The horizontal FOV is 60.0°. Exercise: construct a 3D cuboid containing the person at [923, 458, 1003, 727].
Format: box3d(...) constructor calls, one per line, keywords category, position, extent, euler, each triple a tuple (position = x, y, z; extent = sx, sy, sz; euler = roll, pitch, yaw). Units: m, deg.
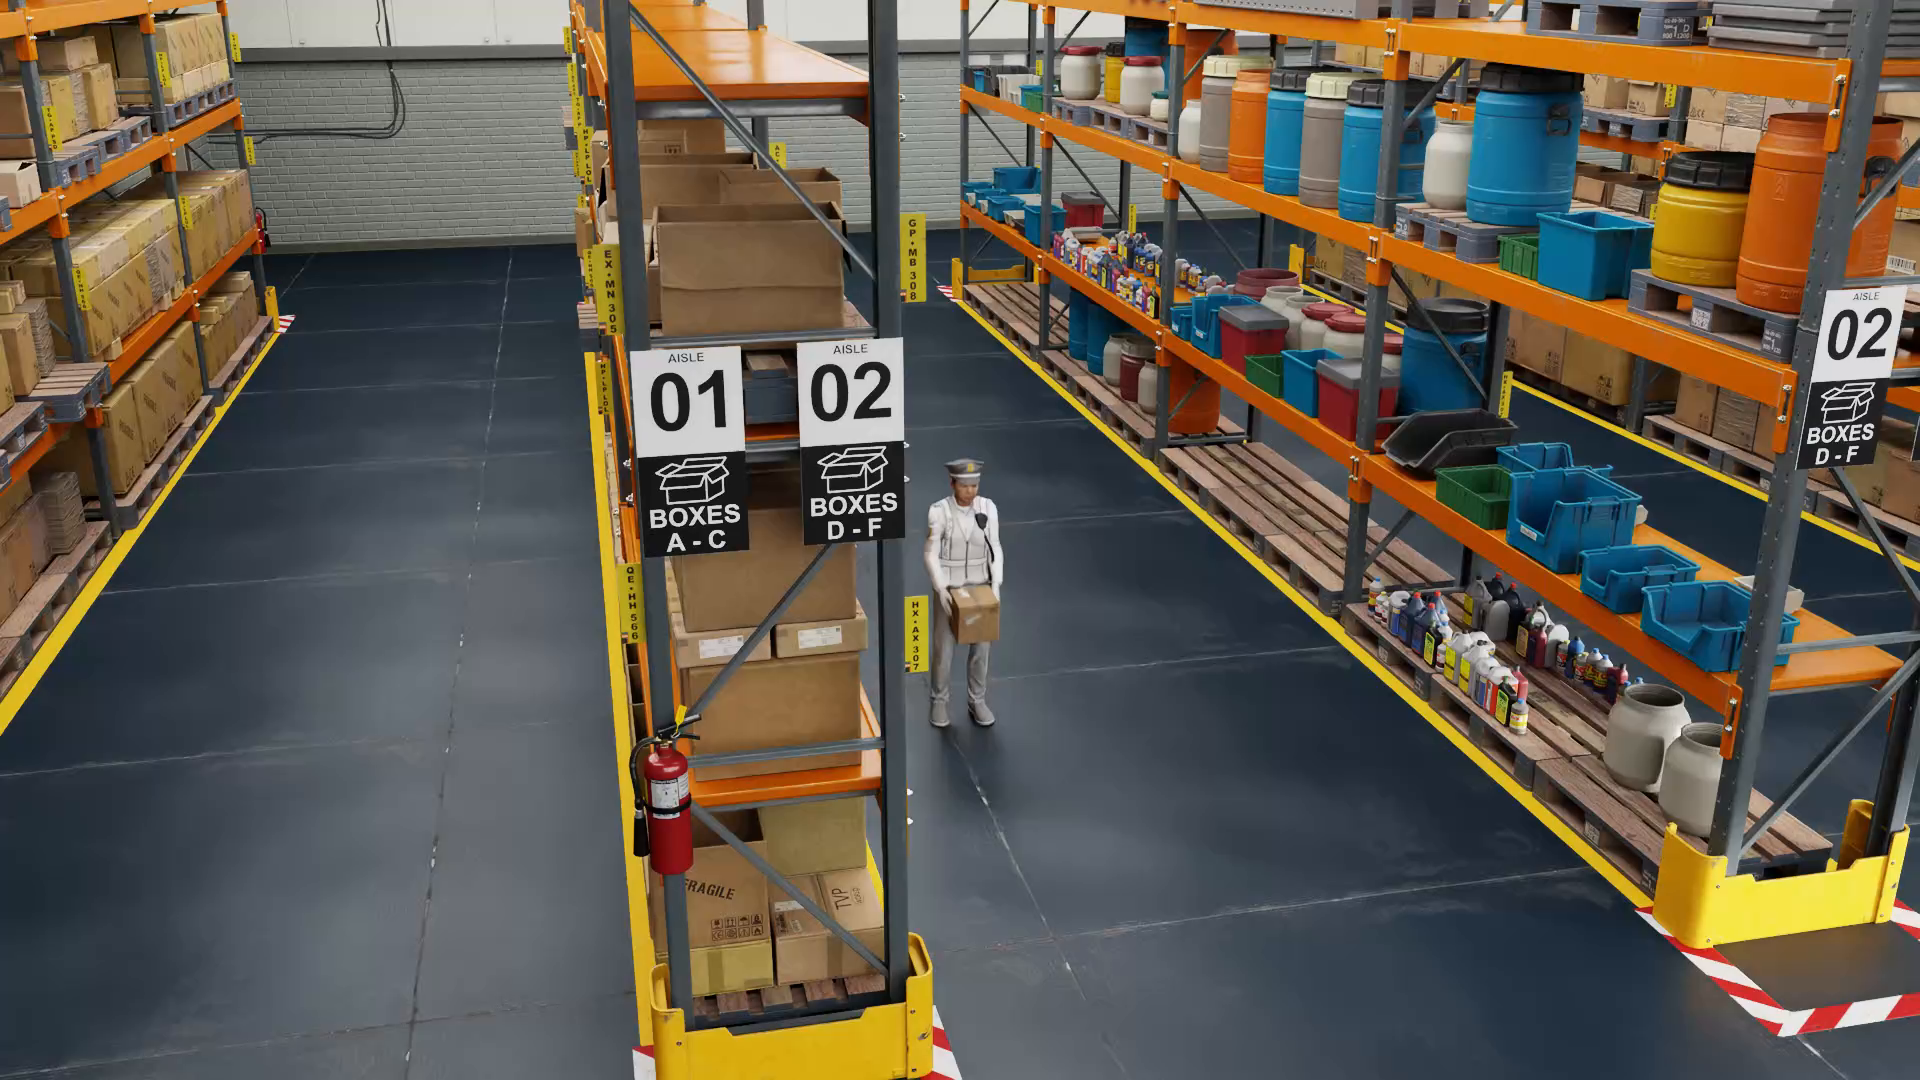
box3d(category="person", position=(0.030, 0.308, 10.177), extent=(0.500, 1.684, 0.411), euler=(-5, 20, -13))
